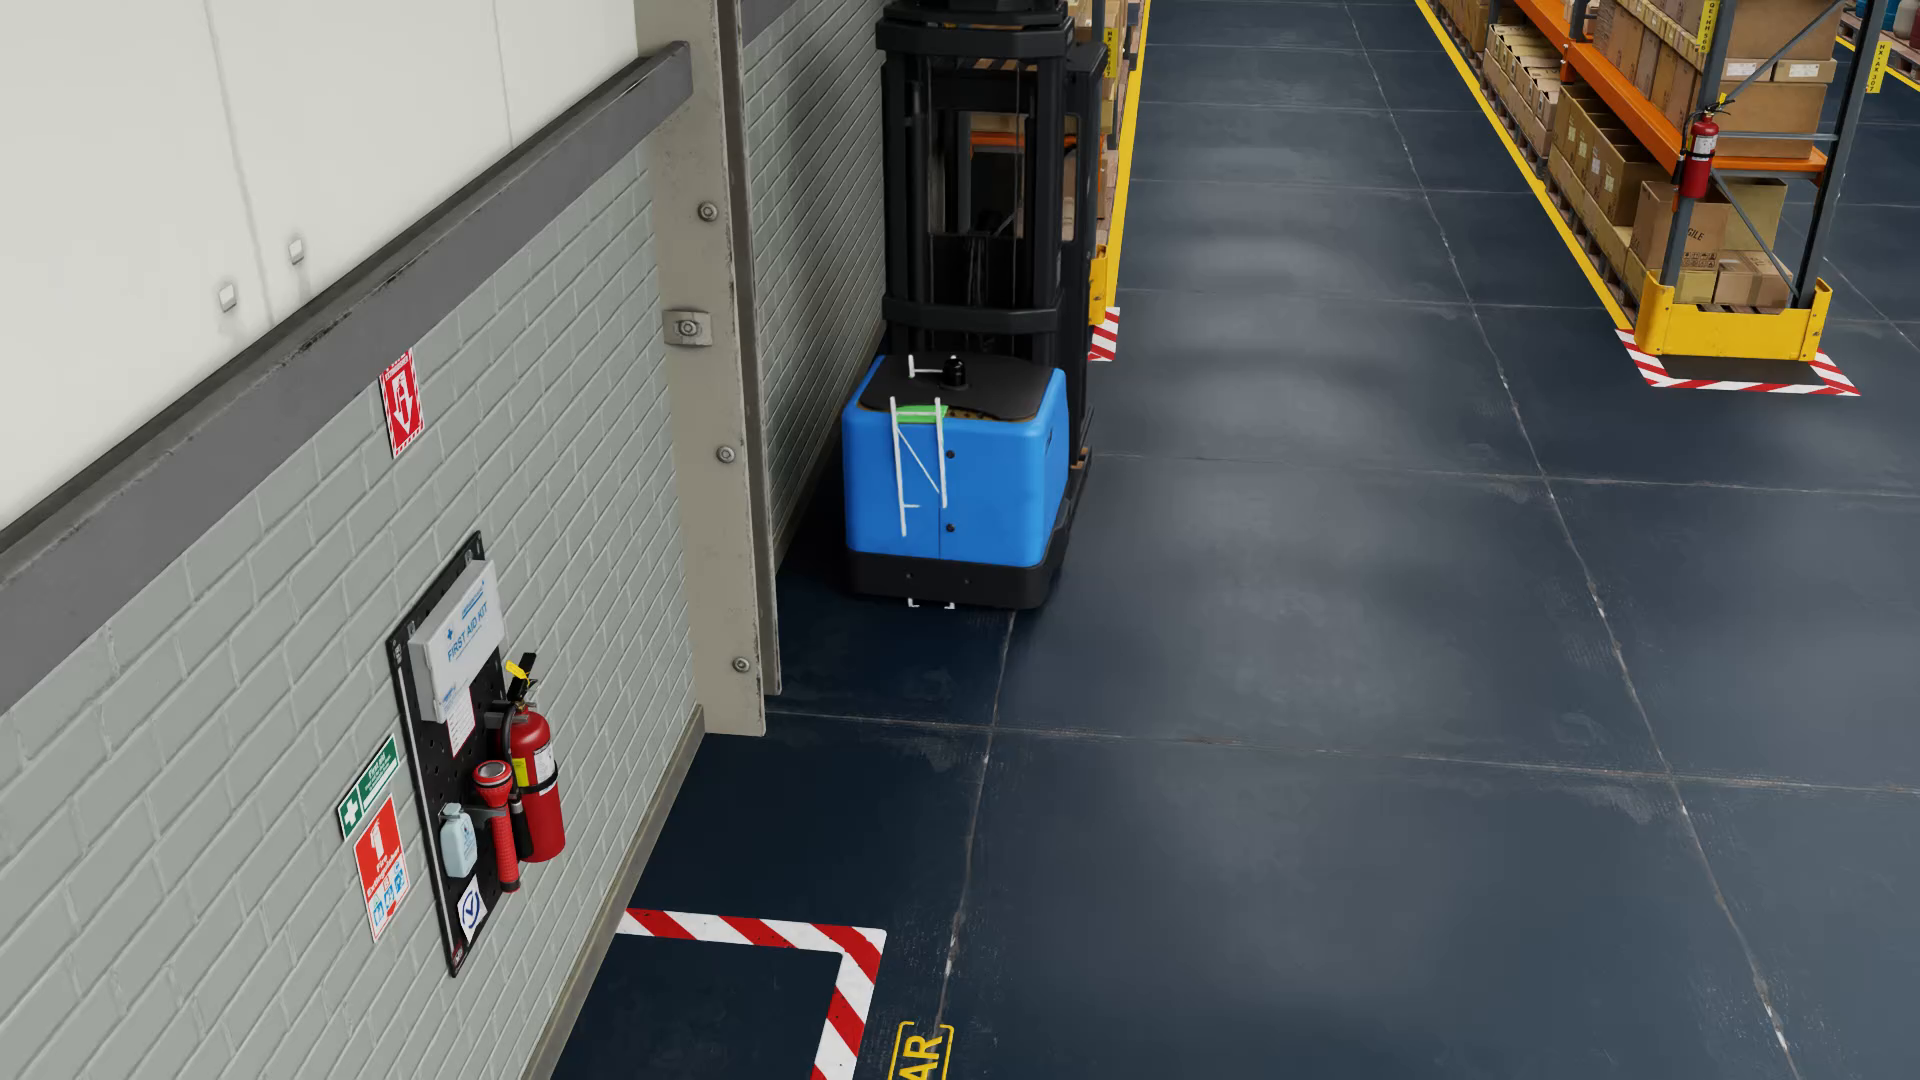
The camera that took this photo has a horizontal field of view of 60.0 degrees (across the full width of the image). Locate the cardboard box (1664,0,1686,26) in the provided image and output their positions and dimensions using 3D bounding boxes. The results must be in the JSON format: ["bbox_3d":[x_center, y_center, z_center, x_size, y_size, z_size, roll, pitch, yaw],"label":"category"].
[{"bbox_3d":[5.595,-4.030,12.094,0.700,0.500,0.500,3,29,6],"label":"cardboard box"}]

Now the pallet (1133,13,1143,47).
[{"bbox_3d":[1.785,-6.449,20.998,1.003,0.211,1.213,3,28,6],"label":"pallet"}]

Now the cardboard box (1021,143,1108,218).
[{"bbox_3d":[0.865,-2.996,13.820,0.700,0.500,0.500,2,28,3],"label":"cardboard box"}]

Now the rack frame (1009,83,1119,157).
[{"bbox_3d":[0.972,-4.854,15.098,1.000,3.000,0.127,3,28,6],"label":"rack frame"}]

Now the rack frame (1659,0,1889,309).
[{"bbox_3d":[5.398,-2.685,11.072,1.000,3.000,0.127,3,28,6],"label":"rack frame"}]

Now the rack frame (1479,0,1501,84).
[{"bbox_3d":[6.379,-6.451,18.062,1.000,3.000,0.127,3,28,6],"label":"rack frame"}]

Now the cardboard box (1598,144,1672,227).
[{"bbox_3d":[5.277,-2.731,12.822,0.500,0.500,0.500,3,28,6],"label":"cardboard box"}]

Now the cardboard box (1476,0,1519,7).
[{"bbox_3d":[6.263,-6.355,19.264,0.500,0.250,0.500,4,29,8],"label":"cardboard box"}]

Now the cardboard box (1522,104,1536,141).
[{"bbox_3d":[5.715,-3.993,15.955,0.500,0.250,0.500,3,28,5],"label":"cardboard box"}]

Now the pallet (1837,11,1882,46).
[{"bbox_3d":[11.648,-6.456,21.011,1.003,0.211,1.213,3,28,6],"label":"pallet"}]

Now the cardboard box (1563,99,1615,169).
[{"bbox_3d":[5.467,-3.437,14.132,0.500,0.500,0.500,3,28,6],"label":"cardboard box"}]

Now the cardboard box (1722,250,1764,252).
[{"bbox_3d":[5.742,-2.135,12.506,0.500,0.250,0.500,3,28,6],"label":"cardboard box"}]

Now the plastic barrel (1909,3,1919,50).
[{"bbox_3d":[11.475,-6.048,19.412,0.600,0.588,0.708,3,28,6],"label":"plastic barrel"}]

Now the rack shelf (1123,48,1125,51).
[{"bbox_3d":[1.217,-5.479,17.016,1.077,0.370,4.000,3,28,6],"label":"rack shelf"}]

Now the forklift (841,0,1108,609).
[{"bbox_3d":[0.184,-1.618,9.163,1.130,2.935,3.031,5,29,10],"label":"forklift"}]

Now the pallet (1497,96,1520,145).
[{"bbox_3d":[6.087,-4.266,16.945,1.003,0.211,1.213,3,28,6],"label":"pallet"}]

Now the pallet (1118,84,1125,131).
[{"bbox_3d":[1.213,-4.569,17.509,1.003,0.211,1.213,3,28,6],"label":"pallet"}]

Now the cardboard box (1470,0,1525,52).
[{"bbox_3d":[6.260,-5.998,19.393,0.500,0.500,0.500,4,29,8],"label":"cardboard box"}]

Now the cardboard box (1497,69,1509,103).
[{"bbox_3d":[5.904,-4.714,17.294,0.500,0.250,0.500,3,28,5],"label":"cardboard box"}]

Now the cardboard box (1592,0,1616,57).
[{"bbox_3d":[5.840,-4.403,14.155,0.700,0.500,0.500,3,28,5],"label":"cardboard box"}]

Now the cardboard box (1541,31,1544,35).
[{"bbox_3d":[6.559,-5.411,17.997,0.500,0.311,0.500,4,29,8],"label":"cardboard box"}]

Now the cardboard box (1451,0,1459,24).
[{"bbox_3d":[6.445,-6.727,20.746,0.500,0.500,0.500,4,29,7],"label":"cardboard box"}]

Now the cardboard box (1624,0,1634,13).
[{"bbox_3d":[5.539,-4.302,13.283,0.380,0.149,0.250,2,28,5],"label":"cardboard box"}]

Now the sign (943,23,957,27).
[{"bbox_3d":[-0.067,-3.662,11.331,0.100,0.325,0.005,3,28,6],"label":"sign"}]

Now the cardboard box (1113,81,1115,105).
[{"bbox_3d":[0.906,-3.371,12.481,0.500,0.250,0.500,2,28,5],"label":"cardboard box"}]

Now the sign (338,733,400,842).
[{"bbox_3d":[-1.528,0.638,4.307,0.001,0.109,0.331,3,28,6],"label":"sign"}]

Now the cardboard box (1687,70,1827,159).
[{"bbox_3d":[5.468,-2.948,11.455,0.700,0.500,0.500,3,28,6],"label":"cardboard box"}]

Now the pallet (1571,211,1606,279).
[{"bbox_3d":[5.602,-2.393,13.469,1.003,0.211,1.213,3,28,6],"label":"pallet"}]

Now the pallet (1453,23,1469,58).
[{"bbox_3d":[6.659,-6.145,20.434,1.003,0.211,1.213,3,28,6],"label":"pallet"}]

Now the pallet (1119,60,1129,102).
[{"bbox_3d":[1.364,-5.142,18.571,1.003,0.211,1.213,3,28,6],"label":"pallet"}]

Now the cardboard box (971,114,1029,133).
[{"bbox_3d":[0.346,-3.145,12.063,0.500,0.250,0.500,4,29,7],"label":"cardboard box"}]

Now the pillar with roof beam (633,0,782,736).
[{"bbox_3d":[3.246,-2.918,5.178,9.100,9.000,0.400,3,28,6],"label":"pillar with roof beam"}]

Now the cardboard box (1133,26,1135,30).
[{"bbox_3d":[1.796,-6.726,20.396,0.750,0.750,0.750,3,28,6],"label":"cardboard box"}]

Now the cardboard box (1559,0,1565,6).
[{"bbox_3d":[6.125,-5.456,16.110,0.500,0.500,0.500,3,28,6],"label":"cardboard box"}]

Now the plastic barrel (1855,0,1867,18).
[{"bbox_3d":[11.701,-7.050,20.944,0.600,0.901,0.708,3,28,6],"label":"plastic barrel"}]

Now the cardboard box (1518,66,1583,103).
[{"bbox_3d":[5.775,-4.477,16.262,0.500,0.311,0.500,3,28,6],"label":"cardboard box"}]

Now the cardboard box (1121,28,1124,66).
[{"bbox_3d":[1.099,-4.085,13.807,0.500,0.250,0.500,3,28,6],"label":"cardboard box"}]

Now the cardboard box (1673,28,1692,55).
[{"bbox_3d":[5.351,-3.568,11.920,0.380,0.149,0.250,4,29,7],"label":"cardboard box"}]

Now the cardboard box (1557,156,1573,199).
[{"bbox_3d":[5.464,-3.107,14.310,0.500,0.250,0.500,3,28,6],"label":"cardboard box"}]

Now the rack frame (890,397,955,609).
[{"bbox_3d":[-0.182,-0.167,8.290,0.240,1.200,0.015,2,31,9],"label":"rack frame"}]

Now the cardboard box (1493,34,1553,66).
[{"bbox_3d":[5.967,-5.195,17.595,0.500,0.311,0.500,3,28,5],"label":"cardboard box"}]

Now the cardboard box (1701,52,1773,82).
[{"bbox_3d":[5.256,-3.206,11.249,0.380,0.149,0.250,3,28,5],"label":"cardboard box"}]

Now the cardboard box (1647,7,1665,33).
[{"bbox_3d":[5.444,-3.936,12.604,0.380,0.149,0.250,3,28,5],"label":"cardboard box"}]

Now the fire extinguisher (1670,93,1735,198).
[{"bbox_3d":[4.923,-2.623,11.037,0.296,0.674,0.183,3,28,6],"label":"fire extinguisher"}]

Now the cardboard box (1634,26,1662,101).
[{"bbox_3d":[5.655,-3.677,12.807,0.700,0.500,0.500,4,29,8],"label":"cardboard box"}]

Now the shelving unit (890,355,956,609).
[{"bbox_3d":[-0.144,-0.290,8.497,0.258,1.200,0.503,2,31,9],"label":"shelving unit"}]

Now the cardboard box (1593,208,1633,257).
[{"bbox_3d":[5.280,-2.401,13.000,0.500,0.250,0.500,3,28,6],"label":"cardboard box"}]

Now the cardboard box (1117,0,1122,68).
[{"bbox_3d":[0.978,-3.926,12.722,0.500,0.500,0.500,2,28,5],"label":"cardboard box"}]

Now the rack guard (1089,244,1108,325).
[{"bbox_3d":[0.491,-1.907,12.262,1.175,0.500,0.348,3,28,6],"label":"rack guard"}]

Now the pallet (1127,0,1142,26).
[{"bbox_3d":[1.210,-5.121,15.795,1.003,0.211,1.213,3,28,6],"label":"pallet"}]
